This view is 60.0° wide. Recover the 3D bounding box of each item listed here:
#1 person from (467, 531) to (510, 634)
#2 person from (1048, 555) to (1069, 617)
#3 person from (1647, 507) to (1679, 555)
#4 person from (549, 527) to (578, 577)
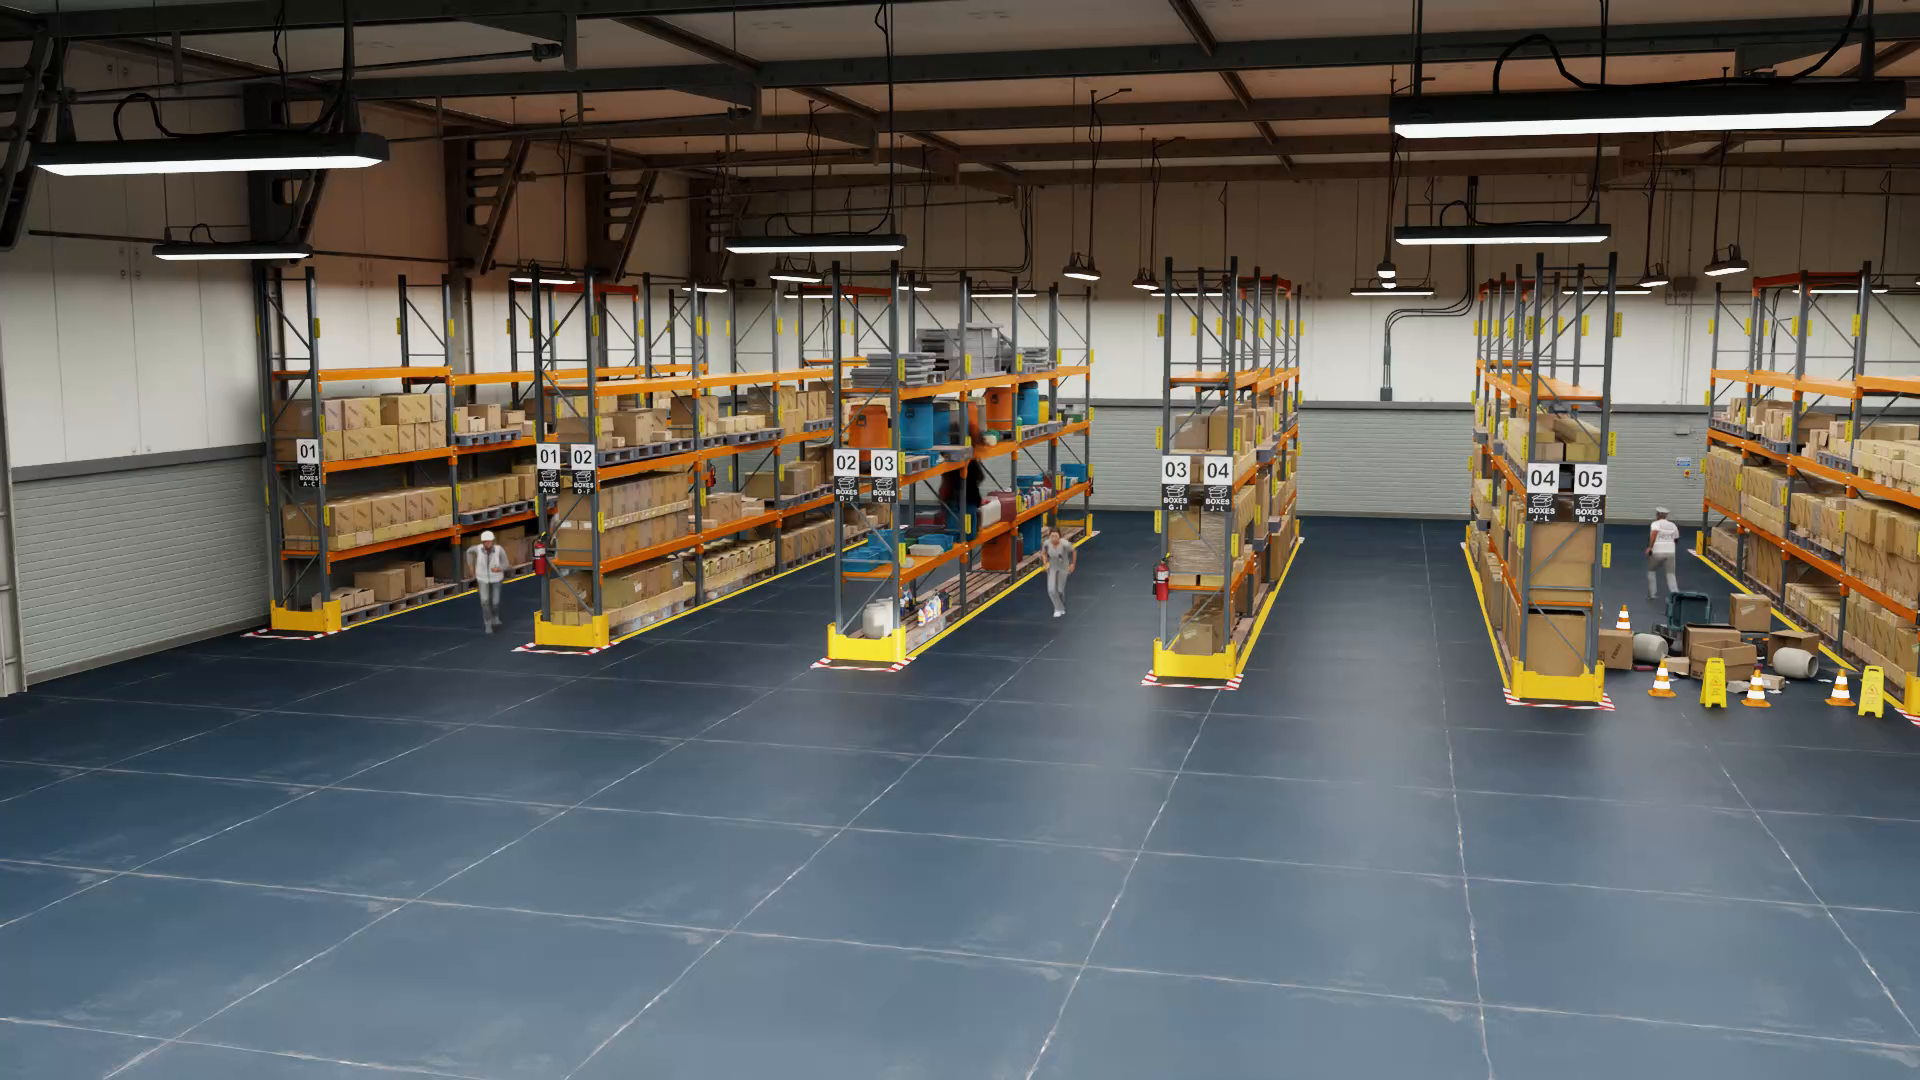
[{"bbox_3d":[-7.810,0.702,27.591,0.698,1.784,0.951,-1,7,-10],"label":"person"},{"bbox_3d":[1.629,0.726,27.465,0.340,1.064,0.651,2,7,13],"label":"person"},{"bbox_3d":[12.903,-0.131,30.461,0.602,0.899,0.511,0,7,1],"label":"person"},{"bbox_3d":[-7.652,0.061,32.232,0.636,1.625,0.524,1,7,9],"label":"person"}]
